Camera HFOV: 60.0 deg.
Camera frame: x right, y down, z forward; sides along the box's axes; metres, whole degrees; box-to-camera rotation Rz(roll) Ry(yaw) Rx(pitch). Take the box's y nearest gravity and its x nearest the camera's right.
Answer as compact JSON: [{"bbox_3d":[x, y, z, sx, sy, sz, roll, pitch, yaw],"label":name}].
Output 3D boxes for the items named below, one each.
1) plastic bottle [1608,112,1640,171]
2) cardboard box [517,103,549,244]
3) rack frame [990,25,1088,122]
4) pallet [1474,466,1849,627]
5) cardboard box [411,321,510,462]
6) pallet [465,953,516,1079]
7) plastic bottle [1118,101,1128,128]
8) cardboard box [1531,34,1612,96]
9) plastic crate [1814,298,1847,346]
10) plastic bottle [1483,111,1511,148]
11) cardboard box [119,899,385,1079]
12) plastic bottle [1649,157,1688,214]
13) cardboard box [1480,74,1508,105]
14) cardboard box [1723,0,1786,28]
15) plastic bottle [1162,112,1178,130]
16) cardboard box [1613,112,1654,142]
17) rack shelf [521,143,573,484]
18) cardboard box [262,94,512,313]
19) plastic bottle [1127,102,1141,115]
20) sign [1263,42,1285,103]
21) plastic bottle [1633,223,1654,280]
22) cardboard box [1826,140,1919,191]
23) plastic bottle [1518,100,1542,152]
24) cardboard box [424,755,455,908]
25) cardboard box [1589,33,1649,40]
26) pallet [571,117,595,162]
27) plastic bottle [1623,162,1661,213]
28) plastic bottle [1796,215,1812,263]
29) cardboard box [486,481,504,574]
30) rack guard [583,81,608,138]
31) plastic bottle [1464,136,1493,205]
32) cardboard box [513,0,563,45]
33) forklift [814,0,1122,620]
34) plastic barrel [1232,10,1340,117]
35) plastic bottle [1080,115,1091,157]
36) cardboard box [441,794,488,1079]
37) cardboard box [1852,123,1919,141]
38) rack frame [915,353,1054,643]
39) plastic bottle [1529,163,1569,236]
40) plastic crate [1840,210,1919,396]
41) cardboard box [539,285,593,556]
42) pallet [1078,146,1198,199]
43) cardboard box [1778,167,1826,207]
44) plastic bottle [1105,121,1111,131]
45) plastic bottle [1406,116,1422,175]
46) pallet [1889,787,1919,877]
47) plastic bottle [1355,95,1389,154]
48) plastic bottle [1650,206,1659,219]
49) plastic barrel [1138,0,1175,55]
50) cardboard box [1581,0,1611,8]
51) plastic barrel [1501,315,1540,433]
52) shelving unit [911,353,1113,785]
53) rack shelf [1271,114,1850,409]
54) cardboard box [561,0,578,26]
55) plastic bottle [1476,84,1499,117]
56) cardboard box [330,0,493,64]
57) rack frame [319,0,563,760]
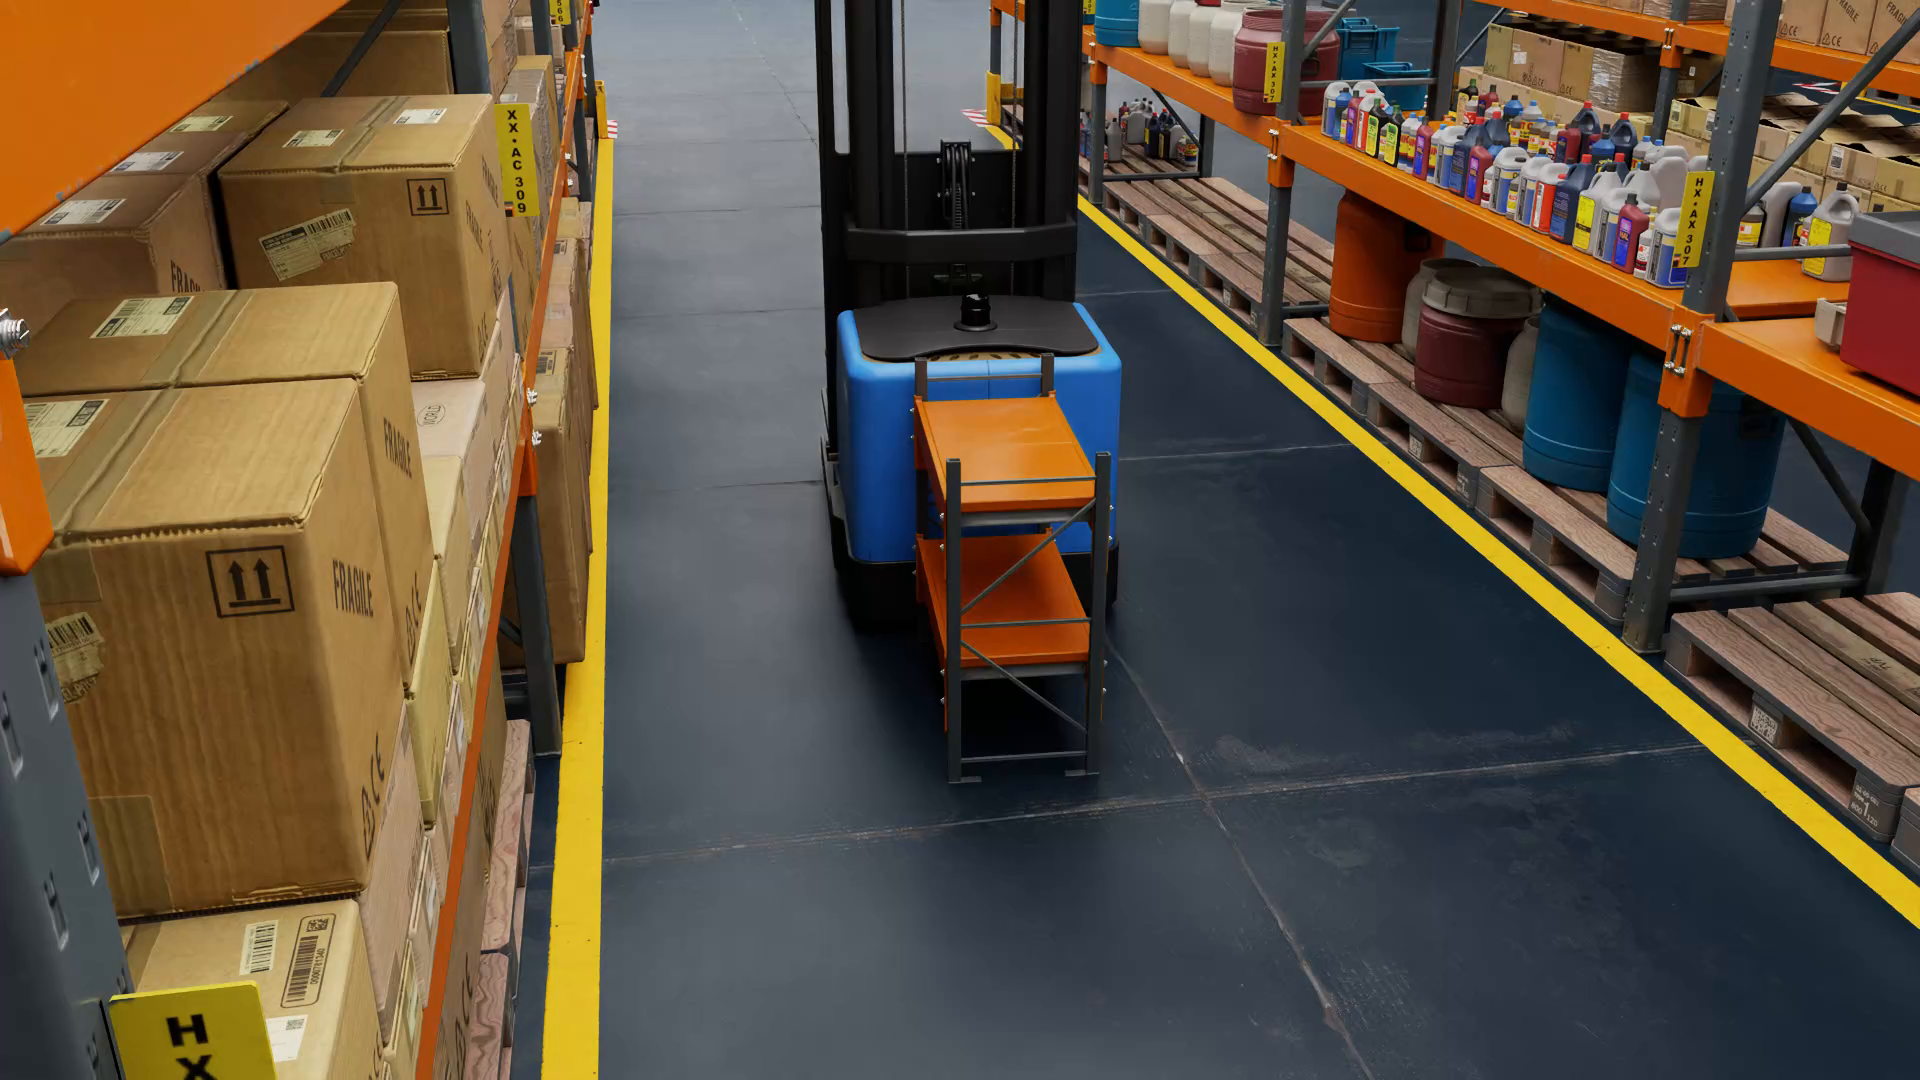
[{"bbox_3d":[3.041,-1.782,7.644,0.144,0.351,0.185,-4,24,-10],"label":"plastic bottle"},{"bbox_3d":[-1.965,-1.475,6.755,0.500,0.500,0.500,-4,24,-9],"label":"cardboard box"},{"bbox_3d":[0.809,-5.719,16.597,1.000,3.000,0.127,-4,24,-10],"label":"rack frame"},{"bbox_3d":[2.927,-0.028,7.050,1.003,0.211,1.213,-4,24,-10],"label":"pallet"},{"bbox_3d":[-1.401,-0.342,4.102,0.500,0.250,0.500,-4,24,-8],"label":"cardboard box"},{"bbox_3d":[-1.546,1.431,3.710,1.003,0.211,1.213,-4,24,-10],"label":"pallet"},{"bbox_3d":[1.495,-3.877,15.223,0.061,0.283,0.133,-4,24,-10],"label":"plastic bottle"},{"bbox_3d":[5.833,-4.543,15.877,0.500,0.500,0.500,-4,24,-10],"label":"cardboard box"},{"bbox_3d":[2.974,-0.712,5.387,0.396,0.136,0.243,-4,24,-10],"label":"plastic crate"},{"bbox_3d":[2.458,-1.811,7.711,0.144,0.351,0.185,-4,24,-10],"label":"plastic bottle"},{"bbox_3d":[-0.923,0.664,1.797,0.500,0.250,0.500,-5,24,-11],"label":"cardboard box"},{"bbox_3d":[2.997,-1.505,7.104,0.152,0.276,0.135,-4,24,-10],"label":"plastic bottle"},{"bbox_3d":[5.655,-4.593,16.929,0.500,0.250,0.500,-4,24,-10],"label":"cardboard box"},{"bbox_3d":[6.552,-4.252,13.425,0.500,0.250,0.500,-3,24,-6],"label":"cardboard box"},{"bbox_3d":[1.808,-3.482,14.234,0.144,0.351,0.185,-4,24,-8],"label":"plastic bottle"},{"bbox_3d":[6.117,-3.610,14.678,0.500,0.250,0.500,-4,24,-10],"label":"cardboard box"},{"bbox_3d":[-2.209,-1.090,6.896,1.077,0.370,4.000,-4,24,-10],"label":"rack shelf"},{"bbox_3d":[-1.491,-0.883,4.402,0.500,0.500,0.500,-4,24,-8],"label":"cardboard box"},{"bbox_3d":[1.600,-3.881,15.243,0.152,0.276,0.135,-4,24,-9],"label":"plastic bottle"},{"bbox_3d":[1.749,-2.604,9.260,0.100,0.325,0.005,-4,24,-10],"label":"sign"},{"bbox_3d":[2.589,-1.083,6.230,0.097,0.201,0.097,0,24,0],"label":"plastic bottle"},{"bbox_3d":[6.625,-2.717,11.934,0.500,0.311,0.500,-4,24,-10],"label":"cardboard box"},{"bbox_3d":[2.901,-2.095,8.460,0.097,0.271,0.097,0,24,0],"label":"plastic bottle"},{"bbox_3d":[-1.033,0.488,2.699,0.380,0.149,0.250,-5,24,-11],"label":"cardboard box"},{"bbox_3d":[6.360,-4.582,15.968,0.500,0.500,0.500,-4,24,-10],"label":"cardboard box"},{"bbox_3d":[-3.929,-3.723,15.510,1.003,0.211,1.213,-4,24,-10],"label":"pallet"},{"bbox_3d":[2.679,-1.324,6.596,0.144,0.351,0.185,-4,24,-10],"label":"plastic bottle"},{"bbox_3d":[3.316,-1.180,6.453,0.097,0.201,0.097,0,24,0],"label":"plastic bottle"},{"bbox_3d":[-1.270,-0.017,3.855,0.380,0.149,0.250,-4,24,-9],"label":"cardboard box"},{"bbox_3d":[-4.044,-4.177,16.190,1.175,0.500,0.348,-4,24,-10],"label":"rack guard"},{"bbox_3d":[2.322,-1.651,7.427,0.061,0.283,0.133,-4,24,-10],"label":"plastic bottle"},{"bbox_3d":[-2.907,-3.344,10.505,0.797,0.503,0.637,-2,24,-4],"label":"cardboard box"},{"bbox_3d":[-0.075,-1.591,7.231,1.130,2.935,3.031,-3,24,-6],"label":"forklift"},{"bbox_3d":[1.905,-2.795,9.732,0.600,0.536,0.708,-4,24,-10],"label":"plastic barrel"},{"bbox_3d":[1.111,-3.441,14.141,0.144,0.351,0.185,-6,24,-12],"label":"plastic bottle"},{"bbox_3d":[-1.629,0.768,3.873,0.875,0.875,0.875,-4,24,-10],"label":"cardboard box"},{"bbox_3d":[7.056,-2.964,12.498,0.500,0.311,0.500,-5,24,-10],"label":"cardboard box"},{"bbox_3d":[0.088,-0.140,6.164,0.500,1.125,0.032,-3,24,-6],"label":"rack frame"},{"bbox_3d":[2.477,-1.415,6.898,0.152,0.276,0.135,-4,24,-10],"label":"plastic bottle"},{"bbox_3d":[2.947,-0.686,4.918,0.402,0.464,0.583,-4,24,-10],"label":"plastic crate"},{"bbox_3d":[-2.143,-0.453,6.669,1.225,0.875,0.875,-5,24,-12],"label":"cardboard box"},{"bbox_3d":[1.466,-3.135,14.165,1.003,0.211,1.213,-4,24,-10],"label":"pallet"},{"bbox_3d":[6.534,-2.661,12.507,0.500,0.250,0.500,-4,24,-9],"label":"cardboard box"},{"bbox_3d":[1.252,-3.428,14.203,0.152,0.276,0.135,-4,24,-10],"label":"plastic bottle"},{"bbox_3d":[2.217,-1.908,8.032,0.097,0.271,0.097,0,24,0],"label":"plastic bottle"},{"bbox_3d":[3.431,1.046,4.591,1.003,0.211,1.213,-4,24,-10],"label":"pallet"},{"bbox_3d":[2.137,-2.139,8.556,0.152,0.276,0.135,-4,24,-10],"label":"plastic bottle"},{"bbox_3d":[2.689,-1.199,6.497,0.097,0.201,0.097,0,24,0],"label":"plastic bottle"},{"bbox_3d":[1.510,-3.816,12.069,0.433,0.535,0.433,0,24,0],"label":"plastic barrel"},{"bbox_3d":[6.137,-5.135,15.136,0.700,0.500,0.500,-4,24,-9],"label":"cardboard box"},{"bbox_3d":[2.797,-0.774,7.858,0.421,0.512,0.421,0,24,0],"label":"plastic barrel"},{"bbox_3d":[0.148,0.063,5.701,0.538,1.125,1.048,-3,24,-6],"label":"shelving unit"},{"bbox_3d":[2.659,-1.456,7.735,1.077,0.370,4.000,-4,24,-10],"label":"rack shelf"},{"bbox_3d":[-3.341,-4.143,12.492,0.875,0.500,0.500,-4,24,-10],"label":"cardboard box"},{"bbox_3d":[2.825,-2.301,8.916,0.061,0.283,0.133,-4,24,-10],"label":"plastic bottle"},{"bbox_3d":[-2.081,-1.659,5.924,0.797,0.503,0.637,-4,24,-9],"label":"cardboard box"},{"bbox_3d":[-1.839,-0.633,4.951,1.000,3.000,0.127,-4,24,-10],"label":"rack frame"}]
